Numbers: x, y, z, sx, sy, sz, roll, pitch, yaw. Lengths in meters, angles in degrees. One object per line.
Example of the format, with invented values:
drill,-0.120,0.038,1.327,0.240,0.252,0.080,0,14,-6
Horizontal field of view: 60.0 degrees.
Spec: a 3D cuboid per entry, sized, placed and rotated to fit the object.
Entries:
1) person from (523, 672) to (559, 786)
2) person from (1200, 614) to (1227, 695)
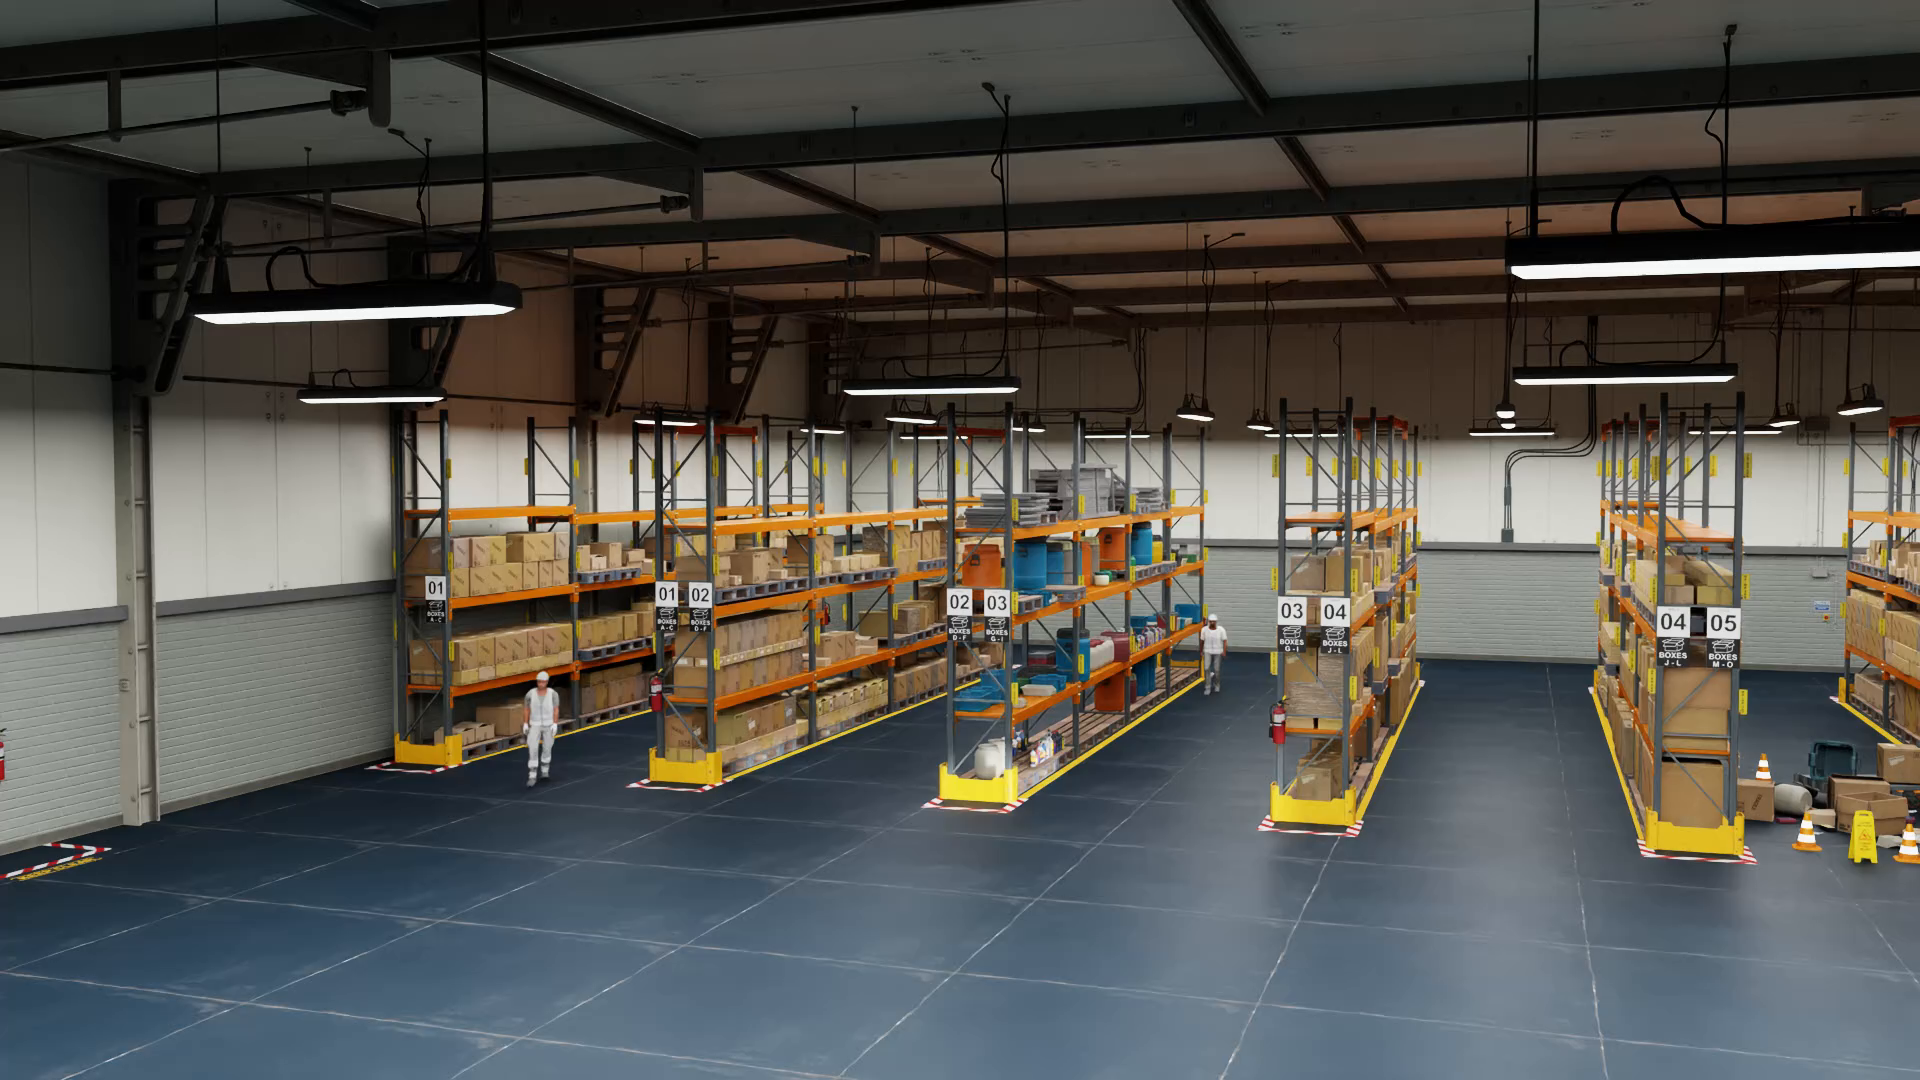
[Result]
person,-6.667,2.974,26.484,0.563,1.756,0.898,-1,3,-18
person,5.637,2.541,37.043,0.627,1.792,0.625,1,3,14
